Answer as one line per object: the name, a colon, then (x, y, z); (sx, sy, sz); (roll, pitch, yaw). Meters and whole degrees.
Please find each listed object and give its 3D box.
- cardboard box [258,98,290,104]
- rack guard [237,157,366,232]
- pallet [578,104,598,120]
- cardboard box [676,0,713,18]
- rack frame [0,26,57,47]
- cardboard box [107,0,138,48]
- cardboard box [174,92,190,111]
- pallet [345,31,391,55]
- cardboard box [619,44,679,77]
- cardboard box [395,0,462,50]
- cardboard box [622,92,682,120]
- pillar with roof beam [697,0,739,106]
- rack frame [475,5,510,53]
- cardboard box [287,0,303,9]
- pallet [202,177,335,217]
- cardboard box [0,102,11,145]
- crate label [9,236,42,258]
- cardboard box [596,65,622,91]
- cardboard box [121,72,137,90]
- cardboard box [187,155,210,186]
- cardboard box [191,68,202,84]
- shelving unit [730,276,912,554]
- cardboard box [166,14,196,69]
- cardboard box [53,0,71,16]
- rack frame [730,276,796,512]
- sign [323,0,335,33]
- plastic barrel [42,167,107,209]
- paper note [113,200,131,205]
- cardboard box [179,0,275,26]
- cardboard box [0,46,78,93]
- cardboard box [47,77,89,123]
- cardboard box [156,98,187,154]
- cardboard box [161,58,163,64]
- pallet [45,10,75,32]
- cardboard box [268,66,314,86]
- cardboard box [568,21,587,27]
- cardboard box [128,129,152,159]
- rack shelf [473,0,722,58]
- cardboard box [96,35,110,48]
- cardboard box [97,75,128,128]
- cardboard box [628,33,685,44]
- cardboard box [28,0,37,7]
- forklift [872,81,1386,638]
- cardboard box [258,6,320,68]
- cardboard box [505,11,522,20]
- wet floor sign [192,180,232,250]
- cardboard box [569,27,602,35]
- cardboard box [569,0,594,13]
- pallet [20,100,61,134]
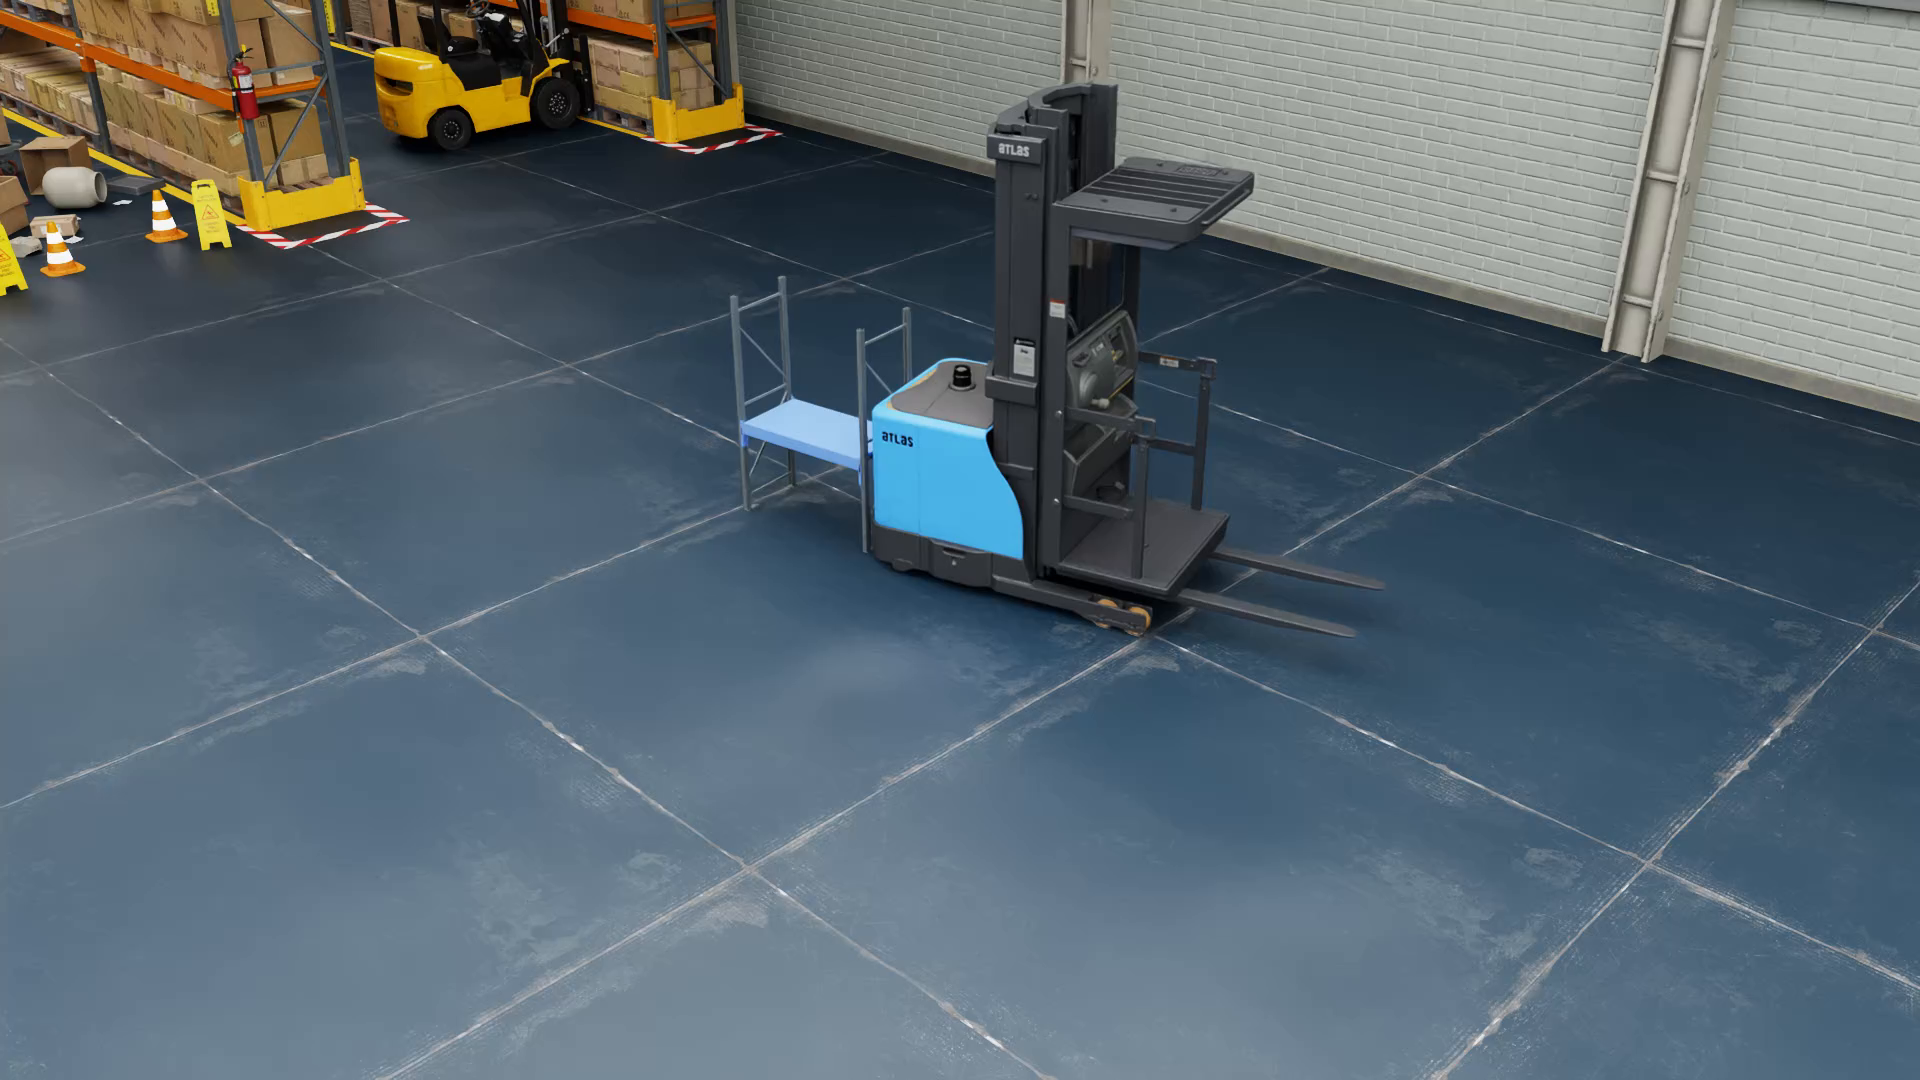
cardboard box: (-7.410, -4.451, 17.682); (0.500, 0.500, 0.500); (23, 35, 37)
rack guard: (-6.690, -3.537, 16.932); (0.348, 0.500, 1.175); (25, 36, 38)
pallet: (-4.598, -5.666, 21.292); (1.213, 0.211, 1.003); (25, 36, 38)
cardboard box: (-3.317, -6.565, 19.898); (0.500, 0.500, 0.500); (-24, 36, -38)
rack frame: (-12.340, -7.228, 21.267); (0.127, 3.000, 1.000); (25, 36, 38)
cardboard box: (-8.646, -5.539, 17.627); (0.500, 0.500, 0.500); (24, 36, 38)
cardboard box: (-7.875, -4.561, 17.196); (0.380, 0.149, 0.250); (-25, 36, -38)
pallet: (-8.303, -7.361, 24.516); (1.213, 0.211, 1.003); (25, 36, 38)
cardboard box: (-3.705, -5.725, 19.837); (0.500, 0.250, 0.500); (-24, 36, -38)
cardboard box: (-7.476, -7.373, 23.644); (0.625, 0.625, 0.875); (23, 35, 36)
cardboard box: (-3.715, -5.284, 20.072); (0.500, 0.250, 0.500); (25, 37, 39)
pillar with roof beam: (-6.041, -8.020, 16.326); (0.400, 9.000, 9.100); (25, 36, 38)
rack frame: (-6.010, -7.572, 21.920); (0.127, 3.000, 1.000); (25, 36, 38)
cardboard box: (-10.039, -8.360, 25.653); (0.500, 0.500, 0.500); (-23, 36, -37)
pallet: (-7.244, -3.686, 17.526); (1.213, 0.211, 1.003); (25, 36, 38)
cardboard box: (-10.714, -4.552, 18.049); (0.500, 0.500, 0.500); (25, 36, 38)
crate label: (-8.986, -2.820, 15.959); (0.298, 0.136, 0.250); (7, 29, 13)
cardboard box: (-4.074, -5.679, 20.287); (0.500, 0.250, 0.500); (24, 36, 38)
cardboard box: (-8.841, -5.001, 18.032); (0.380, 0.149, 0.250); (-24, 36, -37)
cardboard box: (-7.764, -3.933, 17.503); (0.500, 0.250, 0.500); (25, 37, 39)
cardboard box: (-7.478, -4.695, 16.718); (0.250, 0.149, 0.380); (24, 36, 38)
shelving unit: (-0.873, -0.814, 10.680); (1.048, 1.500, 0.538); (18, 33, 31)
cardboard box: (-7.569, -5.045, 16.687); (0.500, 0.500, 0.500); (25, 36, 38)
cardboard box: (-10.048, -6.074, 18.891); (0.380, 0.149, 0.250); (-25, 36, -38)
rack frame: (-1.286, -0.952, 10.942); (0.032, 1.500, 0.500); (18, 33, 31)
sign: (-6.255, -5.181, 16.444); (0.005, 0.325, 0.100); (25, 36, 38)
plastic barrel: (-9.170, -3.649, 17.229); (0.512, 0.421, 0.421); (-3, 28, -5)
paper note: (-8.793, -3.551, 17.463); (0.148, 0.019, 0.142); (12, 30, 22)
cardboard box: (-7.153, -5.331, 16.157); (0.500, 0.500, 0.700); (24, 36, 37)
cardboard box: (-11.944, -6.064, 21.424); (0.625, 0.372, 0.950); (22, 35, 35)
cardboard box: (-10.378, -5.350, 20.067); (0.950, 0.372, 0.625); (-23, 35, -36)
cardboard box: (-8.119, -4.430, 17.643); (0.500, 0.500, 0.500); (24, 36, 37)
cardboard box: (-8.128, -5.063, 17.419); (0.250, 0.149, 0.380); (25, 36, 38)
pallet: (-9.931, -6.136, 19.396); (1.213, 0.211, 1.003); (25, 36, 38)
cardboard box: (-6.732, -4.686, 16.703); (0.250, 0.149, 0.380); (25, 37, 39)
cardboard box: (-4.801, -6.557, 21.419); (0.500, 0.250, 0.500); (25, 37, 39)
cardboard box: (-8.868, -4.440, 18.467); (0.500, 0.250, 0.500); (-23, 35, -36)
rack shelf: (-4.584, -6.601, 20.847); (4.000, 0.370, 1.077); (25, 36, 38)
cardboard box: (-9.271, -5.538, 18.322); (0.380, 0.149, 0.250); (-24, 36, -38)
cardboard box: (-9.256, -4.942, 18.616); (0.500, 0.500, 0.500); (-23, 36, -37)
cardboard box: (-3.727, -6.059, 20.473); (0.500, 0.250, 0.500); (25, 36, 38)
cardboard box: (-10.617, -6.320, 19.359); (0.380, 0.149, 0.250); (-25, 37, -39)
forklift: (1.004, -1.022, 9.539); (3.031, 2.935, 1.130); (14, 31, 24)
cardboard box: (-6.779, -5.041, 16.680); (0.500, 0.500, 0.500); (24, 36, 38)
cardboard box: (-5.885, -6.721, 21.732); (0.500, 0.250, 0.500); (24, 36, 38)
wet floor sign: (-7.250, -3.159, 16.058); (0.267, 0.644, 0.232); (-13, 30, -22)
cardboard box: (-4.796, -6.219, 20.776); (0.500, 0.250, 0.500); (24, 36, 37)
cardboard box: (-4.422, -6.724, 20.200); (0.500, 0.500, 0.500); (24, 36, 37)
pallet: (-10.918, -5.341, 20.674); (1.213, 0.211, 1.003); (25, 36, 38)
